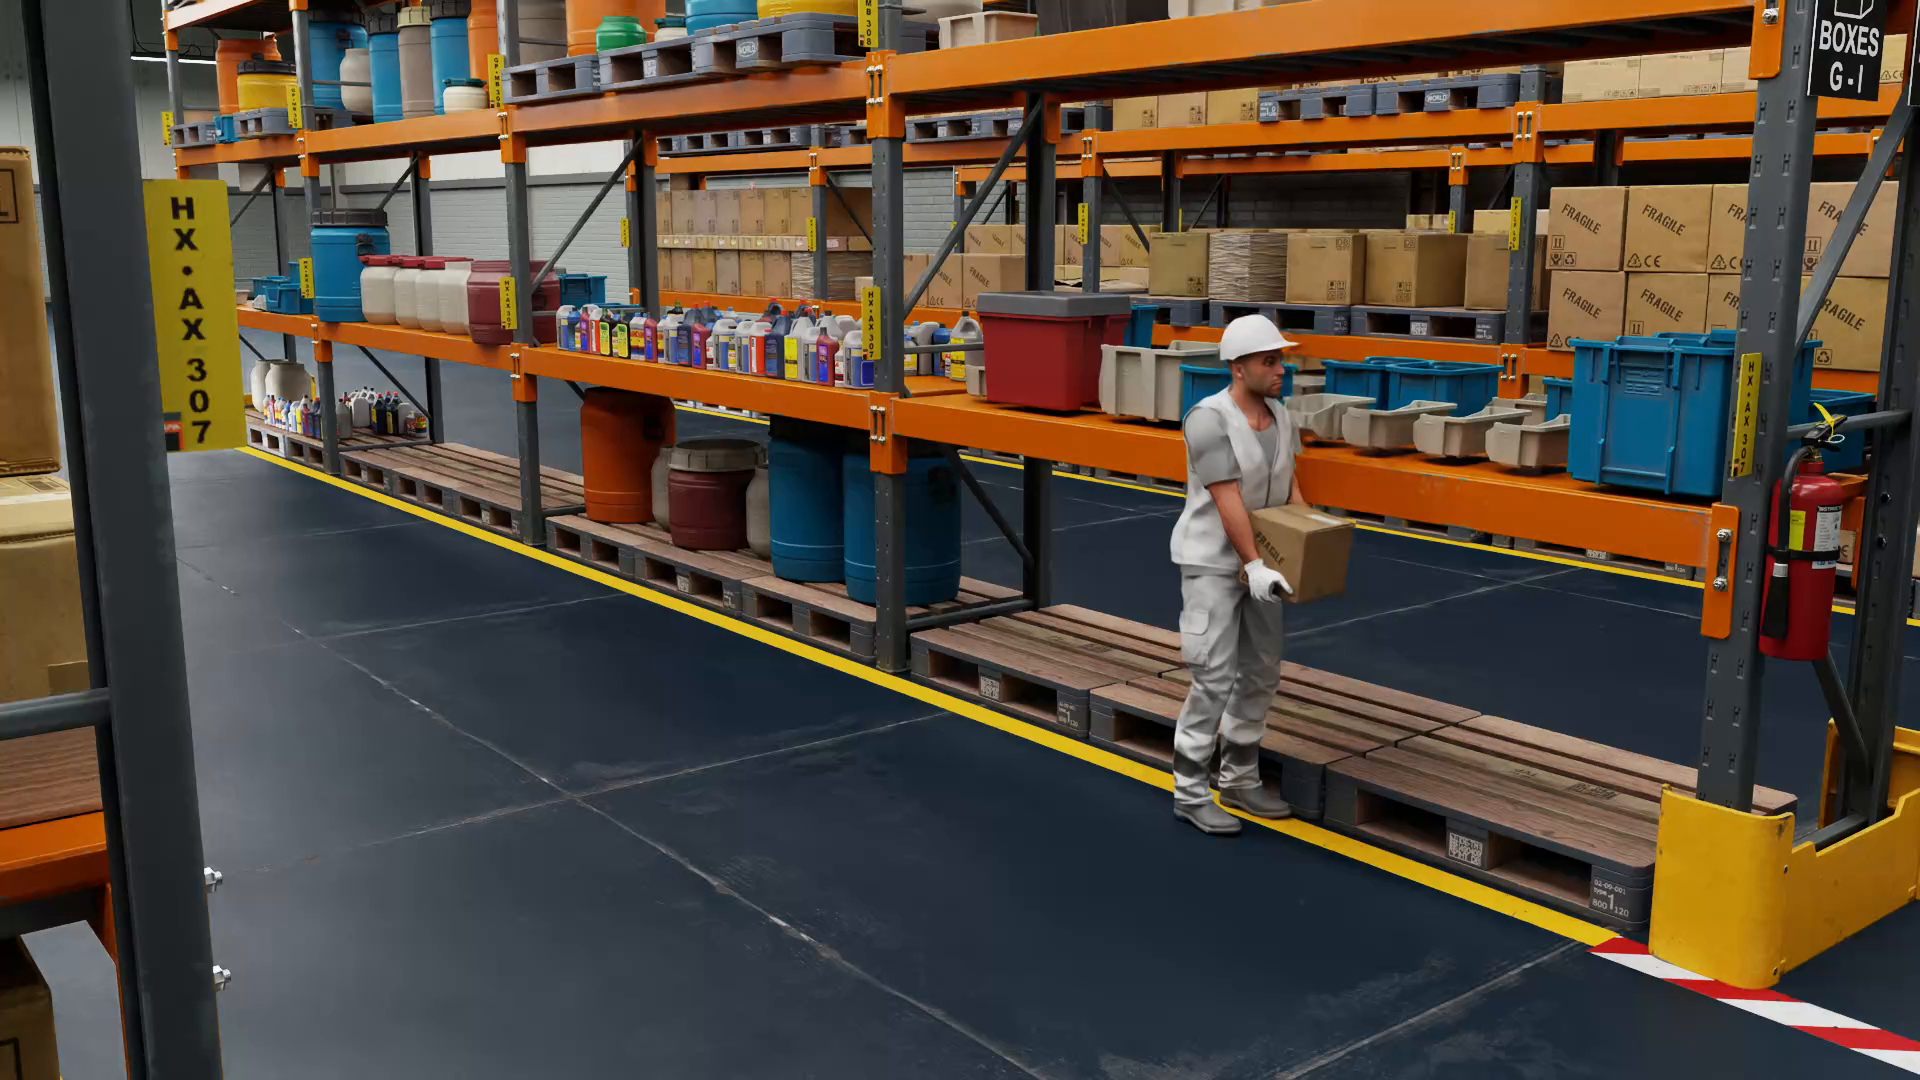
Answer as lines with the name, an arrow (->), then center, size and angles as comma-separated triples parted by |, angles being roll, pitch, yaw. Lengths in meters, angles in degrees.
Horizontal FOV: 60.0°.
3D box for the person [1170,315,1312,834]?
person -> 1.019, 0.123, 5.734 | 0.495, 1.781, 0.564 | -9, 14, -39
